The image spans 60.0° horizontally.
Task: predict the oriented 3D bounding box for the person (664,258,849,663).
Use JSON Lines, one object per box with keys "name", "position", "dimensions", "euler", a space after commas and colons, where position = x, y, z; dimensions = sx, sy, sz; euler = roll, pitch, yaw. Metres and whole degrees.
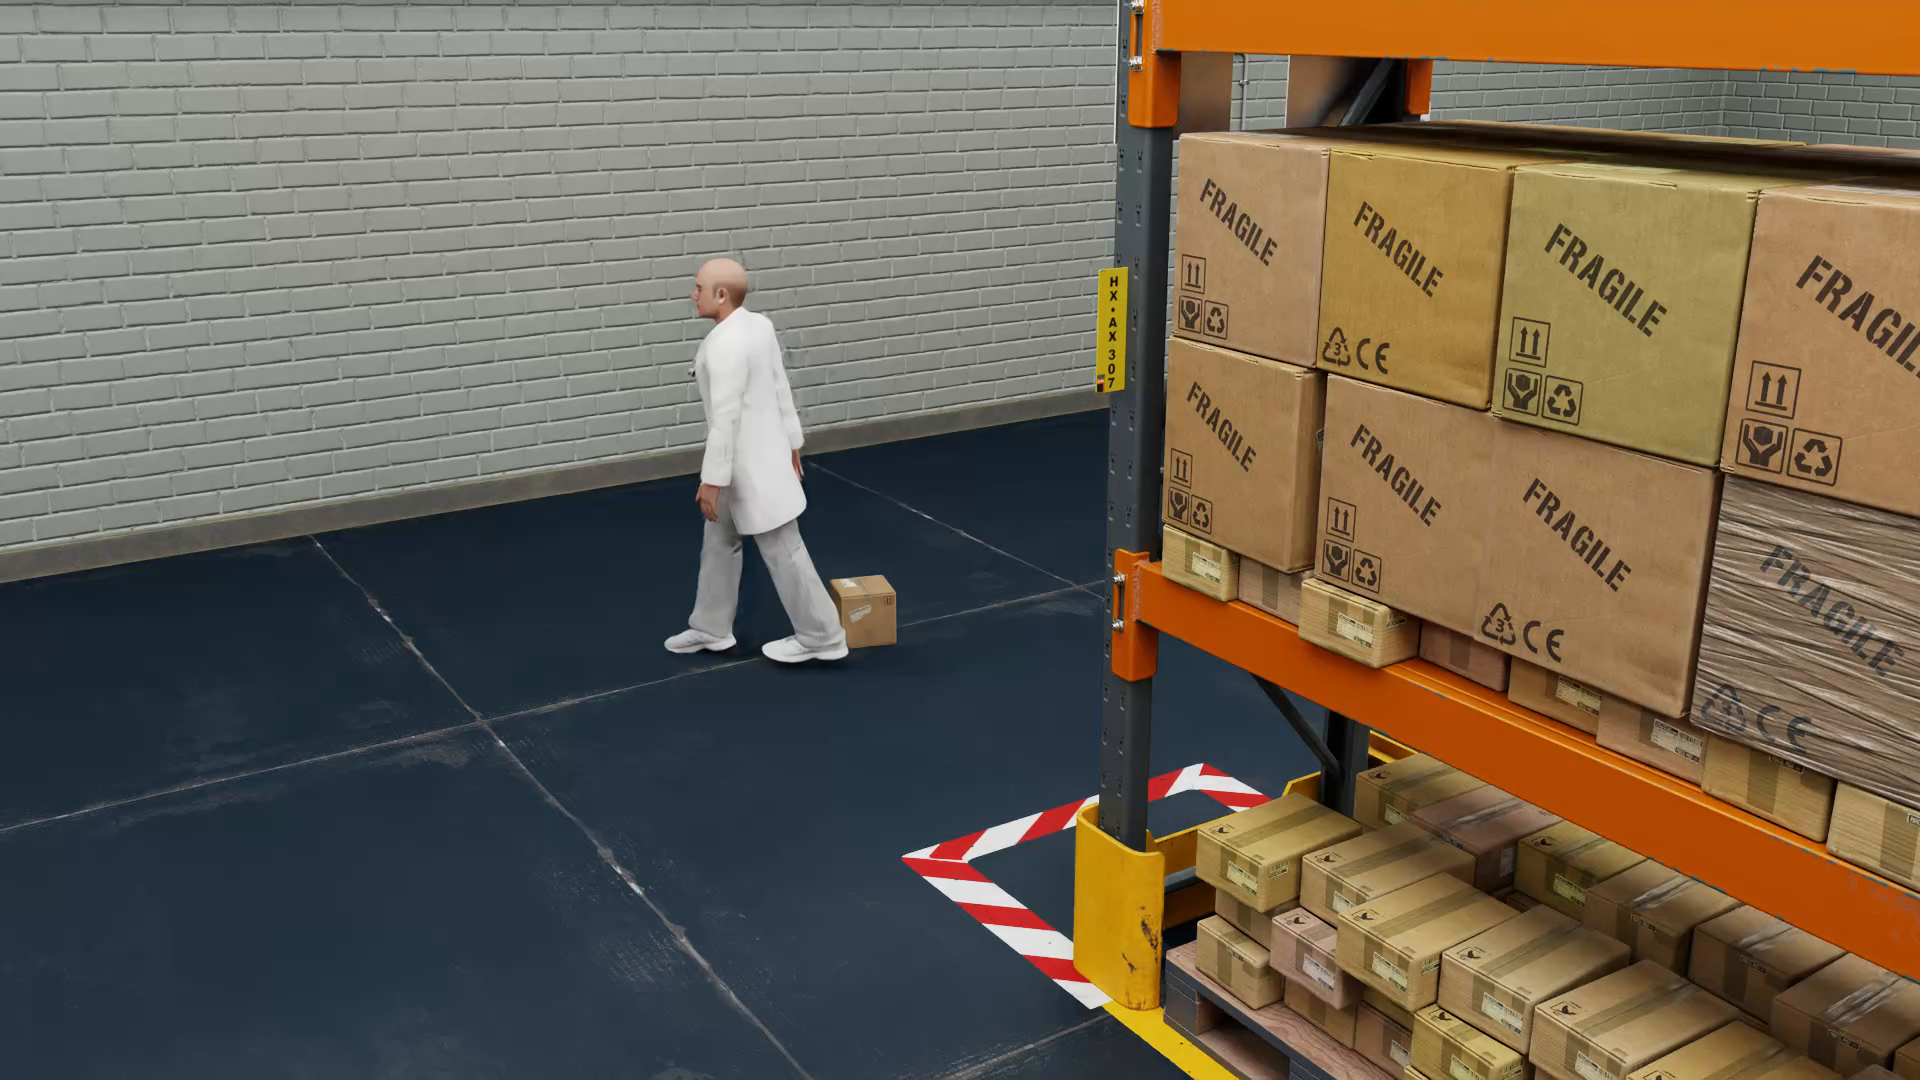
{"name": "person", "position": [-0.910, -0.201, 7.037], "dimensions": [0.852, 1.589, 0.608], "euler": [1, 18, 2]}
